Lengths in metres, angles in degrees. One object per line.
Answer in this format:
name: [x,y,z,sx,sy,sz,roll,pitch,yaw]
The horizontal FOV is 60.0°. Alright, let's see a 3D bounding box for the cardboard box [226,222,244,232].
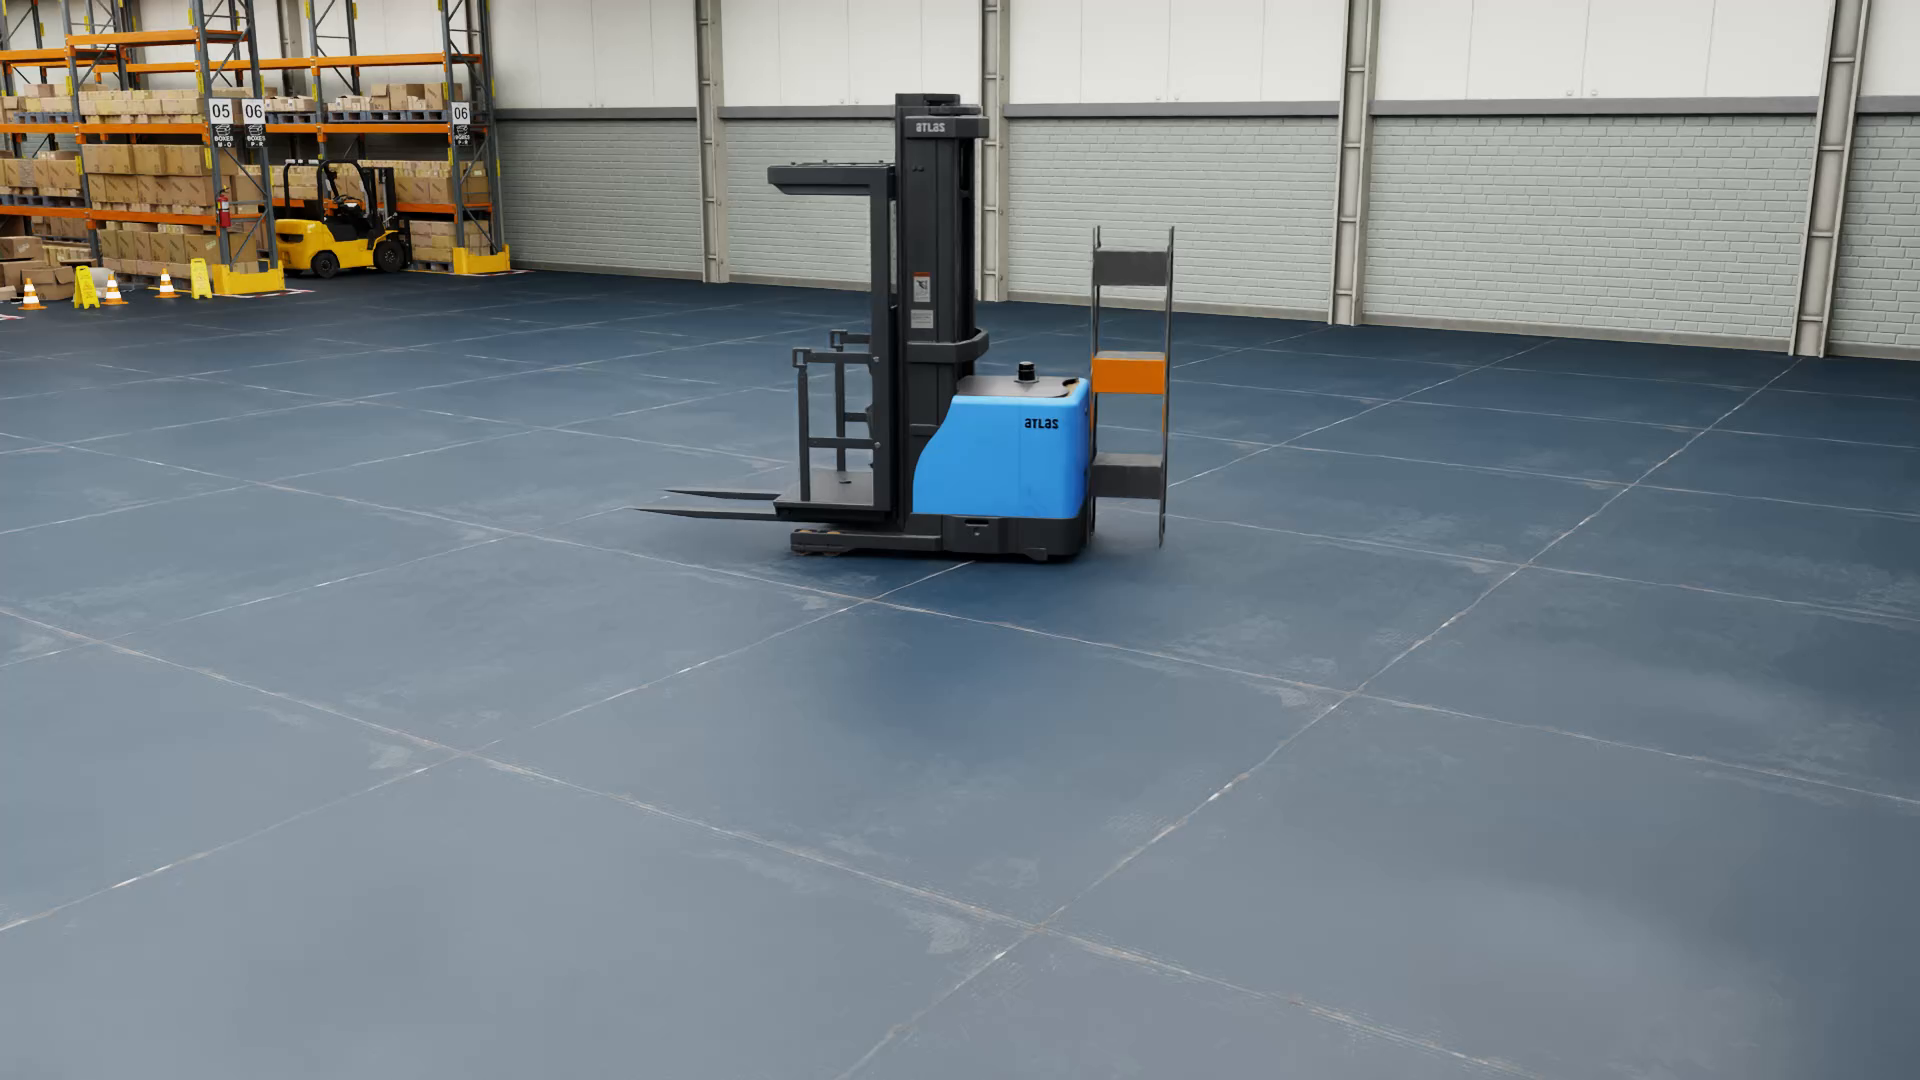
cardboard box: [-15.472,-6.733,36.348,0.625,0.625,0.875,10,17,35]

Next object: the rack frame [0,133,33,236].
rack frame: [-18.749,-6.778,32.462,0.127,3.000,1.000,9,17,33]

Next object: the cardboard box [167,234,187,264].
cardboard box: [-13.356,-5.063,28.822,0.500,0.500,0.500,10,17,35]

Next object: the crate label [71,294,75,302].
crate label: [-14.212,-3.942,26.963,0.298,0.136,0.250,1,14,4]

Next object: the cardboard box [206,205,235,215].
cardboard box: [-12.541,-5.591,28.188,0.250,0.149,0.380,10,17,35]

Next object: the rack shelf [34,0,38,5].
rack shelf: [-20.961,-12.749,38.679,4.000,0.370,1.077,9,17,33]

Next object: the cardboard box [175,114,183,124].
cardboard box: [-12.989,-7.101,28.045,0.250,0.149,0.380,10,17,34]

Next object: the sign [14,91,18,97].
sign: [-18.445,-8.593,32.475,0.005,0.325,0.100,9,17,33]

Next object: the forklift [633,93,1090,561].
forklift: [-0.664,-1.436,11.023,3.031,2.935,1.130,2,14,9]

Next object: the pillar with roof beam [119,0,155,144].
pillar with roof beam: [-21.778,-10.632,35.544,0.400,9.000,9.100,9,17,33]

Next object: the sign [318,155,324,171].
sign: [-12.958,-7.646,33.723,0.005,0.325,0.100,9,17,33]

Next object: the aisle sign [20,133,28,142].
aisle sign: [-22.841,-10.054,40.284,0.004,0.787,0.394,9,17,33]

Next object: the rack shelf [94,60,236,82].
rack shelf: [-17.642,-10.405,36.959,4.000,0.370,1.077,9,17,33]

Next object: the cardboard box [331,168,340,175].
cardboard box: [-12.545,-7.500,33.820,0.250,0.149,0.380,9,16,32]

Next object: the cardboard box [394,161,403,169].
cardboard box: [-10.874,-7.360,32.637,0.250,0.149,0.380,10,17,34]

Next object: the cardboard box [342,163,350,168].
cardboard box: [-12.287,-7.624,33.703,0.250,0.149,0.380,9,17,34]

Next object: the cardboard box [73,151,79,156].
cardboard box: [-16.582,-7.212,31.164,0.250,0.149,0.380,10,17,36]

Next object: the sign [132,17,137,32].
sign: [-18.996,-11.859,38.227,0.005,0.325,0.100,9,17,33]

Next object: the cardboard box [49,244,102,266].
cardboard box: [-16.465,-5.335,31.229,0.625,0.372,0.950,10,17,36]

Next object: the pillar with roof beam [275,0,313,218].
pillar with roof beam: [-16.800,-9.827,32.293,0.400,9.000,9.100,9,17,33]

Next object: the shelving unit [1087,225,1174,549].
shelving unit: [1.132,-1.018,11.067,0.503,2.100,0.431,2,14,9]

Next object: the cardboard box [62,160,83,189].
cardboard box: [-15.941,-6.655,30.262,0.500,0.500,0.500,9,16,32]

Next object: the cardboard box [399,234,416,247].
cardboard box: [-10.772,-5.945,32.903,0.500,0.250,0.500,9,16,32]

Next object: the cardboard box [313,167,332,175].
cardboard box: [-13.070,-7.597,34.211,0.250,0.149,0.380,10,17,35]

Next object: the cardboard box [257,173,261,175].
cardboard box: [-14.473,-7.625,35.156,0.500,0.250,0.500,9,17,34]

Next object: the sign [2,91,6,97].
sign: [-22.923,-10.613,39.893,0.005,0.325,0.100,9,17,33]

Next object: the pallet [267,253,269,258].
pallet: [-15.321,-6.296,36.320,1.213,0.211,1.003,9,17,33]

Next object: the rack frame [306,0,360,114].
rack frame: [-12.663,-10.144,33.574,0.127,3.000,1.000,9,17,33]

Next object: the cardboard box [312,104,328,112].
cardboard box: [-13.258,-8.971,34.520,0.250,0.149,0.380,9,17,33]

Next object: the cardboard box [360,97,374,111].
cardboard box: [-11.601,-8.615,32.839,0.258,0.266,0.396,9,16,31]

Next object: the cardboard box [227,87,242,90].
cardboard box: [-15.042,-9.332,35.245,0.500,0.500,0.700,9,16,32]

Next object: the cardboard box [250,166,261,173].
cardboard box: [-14.805,-7.859,35.271,0.250,0.149,0.380,10,17,34]

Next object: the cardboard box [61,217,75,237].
cardboard box: [-21.095,-7.517,39.777,0.500,0.500,0.500,10,17,34]

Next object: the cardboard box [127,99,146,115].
cardboard box: [-13.956,-7.451,28.632,0.500,0.250,0.500,9,17,33]

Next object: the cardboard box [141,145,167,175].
cardboard box: [-13.553,-6.526,28.534,0.500,0.500,0.700,9,16,32]

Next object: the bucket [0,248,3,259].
bucket: [-16.709,-4.831,28.247,0.726,0.611,0.620,-10,7,-35]

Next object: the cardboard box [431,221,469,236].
cardboard box: [-9.900,-6.049,32.286,0.500,0.250,0.500,10,17,35]

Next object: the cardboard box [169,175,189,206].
cardboard box: [-13.128,-5.984,28.427,0.500,0.500,0.500,9,17,33]

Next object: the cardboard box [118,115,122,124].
cardboard box: [-14.454,-7.348,29.045,0.250,0.149,0.380,9,16,31]

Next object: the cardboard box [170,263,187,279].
cardboard box: [-13.357,-4.700,28.916,0.500,0.250,0.500,9,17,33]

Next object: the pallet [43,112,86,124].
pallet: [-15.883,-7.711,30.377,1.003,0.211,1.213,9,17,33]

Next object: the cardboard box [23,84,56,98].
cardboard box: [-16.841,-8.256,30.588,0.500,0.250,0.500,10,17,34]

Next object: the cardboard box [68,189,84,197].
cardboard box: [-16.011,-6.337,30.331,0.250,0.149,0.380,9,17,34]

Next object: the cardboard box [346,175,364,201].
cardboard box: [-11.999,-7.102,33.563,0.500,0.500,0.500,10,17,34]

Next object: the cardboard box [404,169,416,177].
cardboard box: [-10.645,-7.187,32.555,0.250,0.149,0.380,9,16,31]

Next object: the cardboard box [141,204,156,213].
cardboard box: [-14.067,-5.812,29.081,0.250,0.149,0.380,9,17,33]

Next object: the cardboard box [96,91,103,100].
cardboard box: [-14.905,-7.789,29.167,0.250,0.149,0.380,9,16,31]

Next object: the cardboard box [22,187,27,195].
cardboard box: [-17.450,-6.601,31.395,0.250,0.149,0.380,10,17,35]

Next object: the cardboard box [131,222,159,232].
cardboard box: [-14.368,-5.524,29.333,0.250,0.149,0.380,10,17,36]

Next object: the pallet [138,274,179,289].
pallet: [-13.837,-4.642,29.634,1.213,0.211,1.003,9,17,33]

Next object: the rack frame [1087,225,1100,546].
rack frame: [0.892,-1.028,11.107,0.015,2.100,0.400,2,14,9]

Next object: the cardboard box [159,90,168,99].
cardboard box: [-13.352,-7.564,28.259,0.250,0.149,0.380,9,17,33]
